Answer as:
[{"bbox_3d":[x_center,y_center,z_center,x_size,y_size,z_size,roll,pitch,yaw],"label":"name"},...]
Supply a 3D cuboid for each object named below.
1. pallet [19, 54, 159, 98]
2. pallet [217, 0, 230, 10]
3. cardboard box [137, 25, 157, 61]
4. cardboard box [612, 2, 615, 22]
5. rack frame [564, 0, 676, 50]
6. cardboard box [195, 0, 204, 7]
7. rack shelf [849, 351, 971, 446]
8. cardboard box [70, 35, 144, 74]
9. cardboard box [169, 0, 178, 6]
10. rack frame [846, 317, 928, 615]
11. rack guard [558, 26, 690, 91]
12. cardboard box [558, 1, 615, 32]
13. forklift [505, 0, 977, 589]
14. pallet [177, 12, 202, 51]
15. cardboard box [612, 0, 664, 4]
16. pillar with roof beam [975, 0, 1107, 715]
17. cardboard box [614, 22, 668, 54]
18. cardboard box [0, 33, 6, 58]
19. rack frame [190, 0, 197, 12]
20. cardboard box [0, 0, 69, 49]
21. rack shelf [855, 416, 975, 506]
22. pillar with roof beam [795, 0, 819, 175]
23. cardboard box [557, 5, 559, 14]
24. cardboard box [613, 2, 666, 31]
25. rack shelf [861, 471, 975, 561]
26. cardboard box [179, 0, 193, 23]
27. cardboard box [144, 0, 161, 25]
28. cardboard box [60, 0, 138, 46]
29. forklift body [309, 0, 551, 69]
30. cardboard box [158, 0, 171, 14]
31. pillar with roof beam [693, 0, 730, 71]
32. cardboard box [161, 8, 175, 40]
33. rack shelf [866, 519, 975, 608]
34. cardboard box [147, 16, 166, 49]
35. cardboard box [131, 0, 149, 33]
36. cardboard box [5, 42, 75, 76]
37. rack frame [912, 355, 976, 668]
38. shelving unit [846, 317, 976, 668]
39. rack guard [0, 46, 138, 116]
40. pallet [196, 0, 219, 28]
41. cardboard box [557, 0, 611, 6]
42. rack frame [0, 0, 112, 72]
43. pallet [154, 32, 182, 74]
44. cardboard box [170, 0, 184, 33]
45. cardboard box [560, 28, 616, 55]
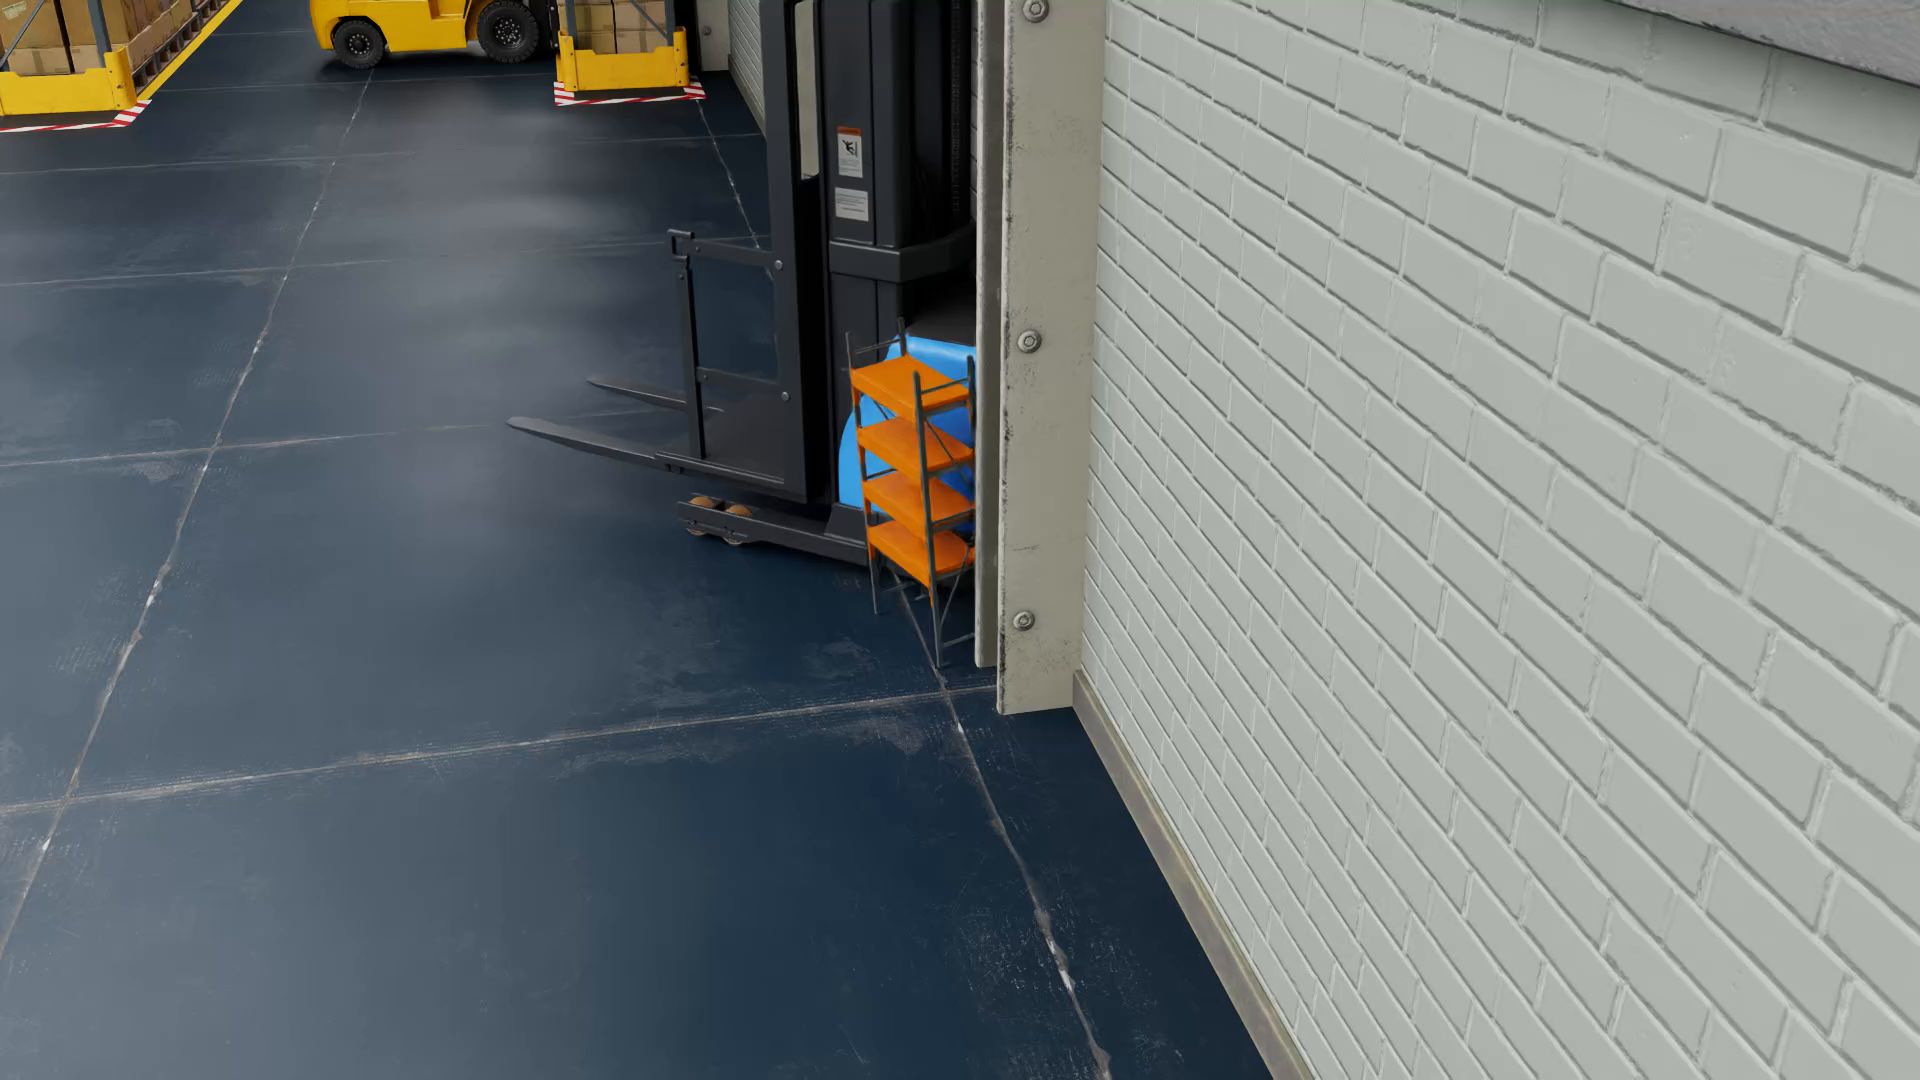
[{"bbox_3d":[-8.176,-4.324,15.583,1.003,0.211,1.213,-6,27,-12],"label":"pallet"},{"bbox_3d":[-9.367,-6.565,20.022,1.003,0.211,1.213,-6,27,-12],"label":"pallet"},{"bbox_3d":[-8.031,-4.742,15.902,0.500,0.250,0.500,-5,27,-10],"label":"cardboard box"},{"bbox_3d":[-3.203,-5.311,16.474,0.500,0.250,0.500,-6,27,-12],"label":"cardboard box"},{"bbox_3d":[-3.176,-5.681,15.176,1.000,3.000,0.127,-6,27,-12],"label":"rack frame"},{"bbox_3d":[-9.033,-6.176,18.607,0.950,0.372,0.625,-6,27,-11],"label":"cardboard box"},{"bbox_3d":[-0.173,-0.519,6.043,0.258,0.148,0.480,-19,32,-26],"label":"rack shelf"},{"bbox_3d":[-7.923,-4.517,15.457,0.500,0.250,0.500,-6,27,-12],"label":"cardboard box"},{"bbox_3d":[-8.401,-5.770,17.107,0.500,0.500,0.500,-5,27,-11],"label":"cardboard box"},{"bbox_3d":[-0.275,-0.264,6.416,0.240,1.200,0.015,-19,32,-26],"label":"rack frame"},{"bbox_3d":[-3.170,-4.555,15.719,1.175,0.500,0.348,-6,27,-12],"label":"rack guard"},{"bbox_3d":[-3.590,-5.046,15.949,0.500,0.250,0.500,-6,27,-12],"label":"cardboard box"},{"bbox_3d":[-0.660,-1.483,6.935,3.031,2.935,1.130,13,30,24],"label":"forklift"},{"bbox_3d":[-8.726,-5.395,17.705,1.003,0.211,1.213,-6,27,-12],"label":"pallet"},{"bbox_3d":[-3.099,-5.318,15.932,0.500,0.250,0.500,-6,27,-12],"label":"cardboard box"},{"bbox_3d":[-3.944,-3.051,3.308,9.100,9.000,0.400,-6,27,-12],"label":"pillar with roof beam"},{"bbox_3d":[-3.096,-4.876,16.168,0.500,0.250,0.500,-6,27,-11],"label":"cardboard box"},{"bbox_3d":[-9.996,-5.208,17.011,0.500,0.500,0.500,13,30,24],"label":"cardboard box"},{"bbox_3d":[-8.912,-6.931,17.654,1.000,3.000,0.127,-6,27,-12],"label":"rack frame"},{"bbox_3d":[-8.445,-4.795,15.175,0.500,0.500,0.500,-6,27,-11],"label":"cardboard box"},{"bbox_3d":[-0.157,-0.311,6.155,0.258,0.148,0.480,-19,32,-26],"label":"rack shelf"},{"bbox_3d":[-5.296,-5.685,8.527,9.100,9.000,0.400,-6,27,-12],"label":"pillar with roof beam"},{"bbox_3d":[-3.829,-5.492,16.832,0.500,0.250,0.500,-7,28,-13],"label":"cardboard box"},{"bbox_3d":[-3.079,-5.092,16.039,0.500,0.250,0.500,-5,27,-11],"label":"cardboard box"},{"bbox_3d":[-0.143,-0.114,6.260,0.258,0.148,0.480,-19,32,-26],"label":"rack shelf"},{"bbox_3d":[-8.517,-5.659,17.718,0.500,0.250,0.500,-5,27,-9],"label":"cardboard box"},{"bbox_3d":[-8.156,-5.313,16.200,0.500,0.500,0.500,-5,27,-11],"label":"cardboard box"},{"bbox_3d":[-7.929,-4.863,15.308,0.500,0.500,0.500,-7,28,-13],"label":"cardboard box"},{"bbox_3d":[-5.380,-5.949,16.650,2.313,2.155,1.214,-6,27,-12],"label":"forklift body"},{"bbox_3d":[-8.285,-5.547,16.663,0.500,0.500,0.500,-5,27,-9],"label":"cardboard box"},{"bbox_3d":[-6.649,-8.319,13.745,9.100,9.000,0.400,-6,27,-12],"label":"pillar with roof beam"},{"bbox_3d":[-8.277,-5.203,16.814,0.500,0.250,0.500,-6,27,-11],"label":"cardboard box"},{"bbox_3d":[-0.130,0.060,6.354,0.258,0.148,0.480,-19,32,-26],"label":"rack shelf"},{"bbox_3d":[-8.166,-4.981,16.374,0.500,0.250,0.500,-4,27,-8],"label":"cardboard box"},{"bbox_3d":[-8.051,-5.092,15.762,0.500,0.500,0.500,-7,28,-14],"label":"cardboard box"},{"bbox_3d":[-8.460,-4.473,15.369,0.500,0.250,0.500,-6,27,-12],"label":"cardboard box"},{"bbox_3d":[-0.020,-0.083,6.041,0.240,1.200,0.015,-19,32,-26],"label":"rack frame"},{"bbox_3d":[-0.147,-0.174,6.229,0.258,1.200,0.503,-19,32,-26],"label":"shelving unit"},{"bbox_3d":[-8.028,-4.093,14.804,1.175,0.500,0.348,-6,27,-12],"label":"rack guard"},{"bbox_3d":[-9.089,-6.028,18.959,1.003,0.211,1.213,-6,27,-12],"label":"pallet"},{"bbox_3d":[-3.583,-5.258,15.814,0.500,0.250,0.500,-5,27,-10],"label":"cardboard box"},{"bbox_3d":[-8.011,-5.175,14.175,1.000,3.000,0.127,-6,27,-12],"label":"rack frame"},{"bbox_3d":[-8.448,-4.859,16.642,1.003,0.211,1.213,-6,27,-12],"label":"pallet"},{"bbox_3d":[-8.387,-5.426,17.257,0.500,0.250,0.500,-7,28,-13],"label":"cardboard box"},{"bbox_3d":[-3.589,-4.815,16.046,0.500,0.250,0.500,-6,27,-11],"label":"cardboard box"}]
